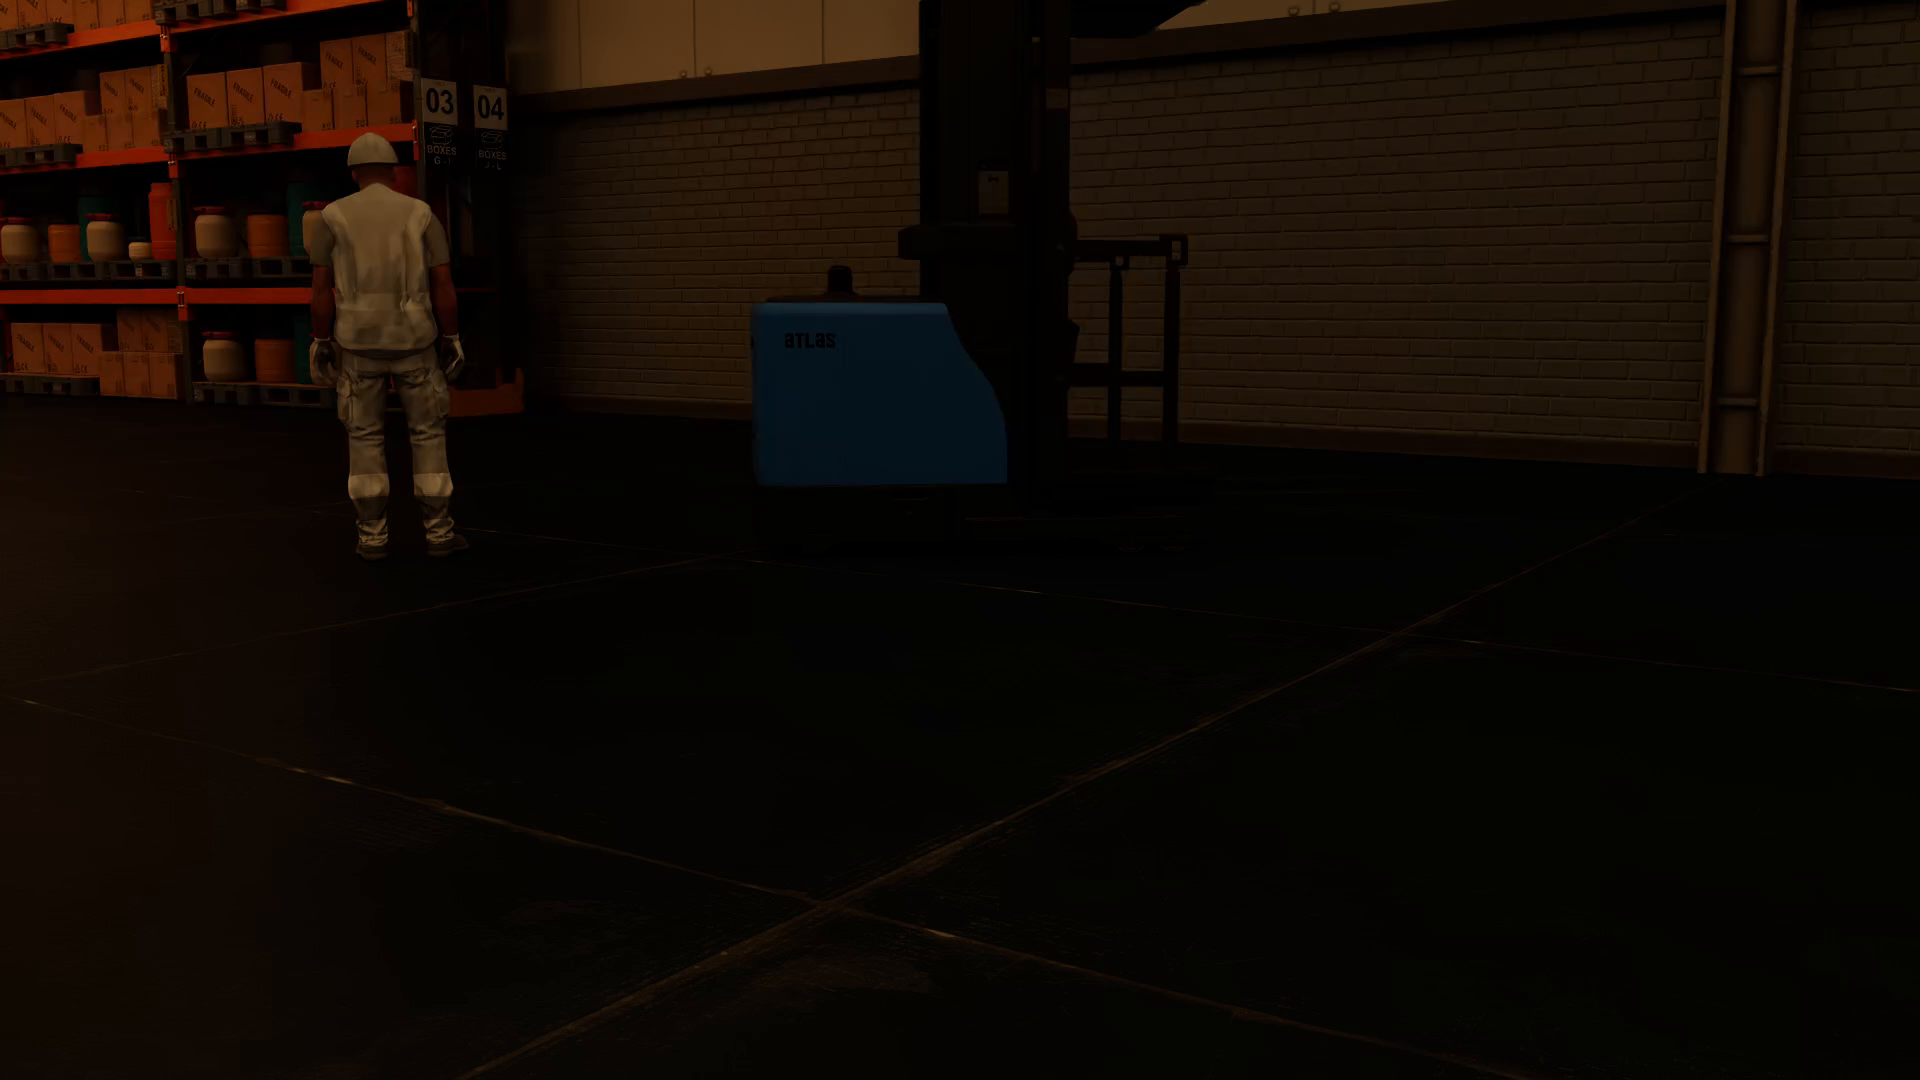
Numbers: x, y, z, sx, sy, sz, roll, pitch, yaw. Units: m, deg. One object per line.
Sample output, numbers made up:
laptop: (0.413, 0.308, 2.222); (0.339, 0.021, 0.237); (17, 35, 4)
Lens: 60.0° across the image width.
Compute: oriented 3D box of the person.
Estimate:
person: (-2.402, -0.808, 6.986); (0.612, 1.778, 0.451); (-2, 8, -16)

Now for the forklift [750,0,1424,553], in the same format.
forklift: (0.571, -1.466, 7.503); (3.031, 2.935, 1.130); (-1, 8, -9)
